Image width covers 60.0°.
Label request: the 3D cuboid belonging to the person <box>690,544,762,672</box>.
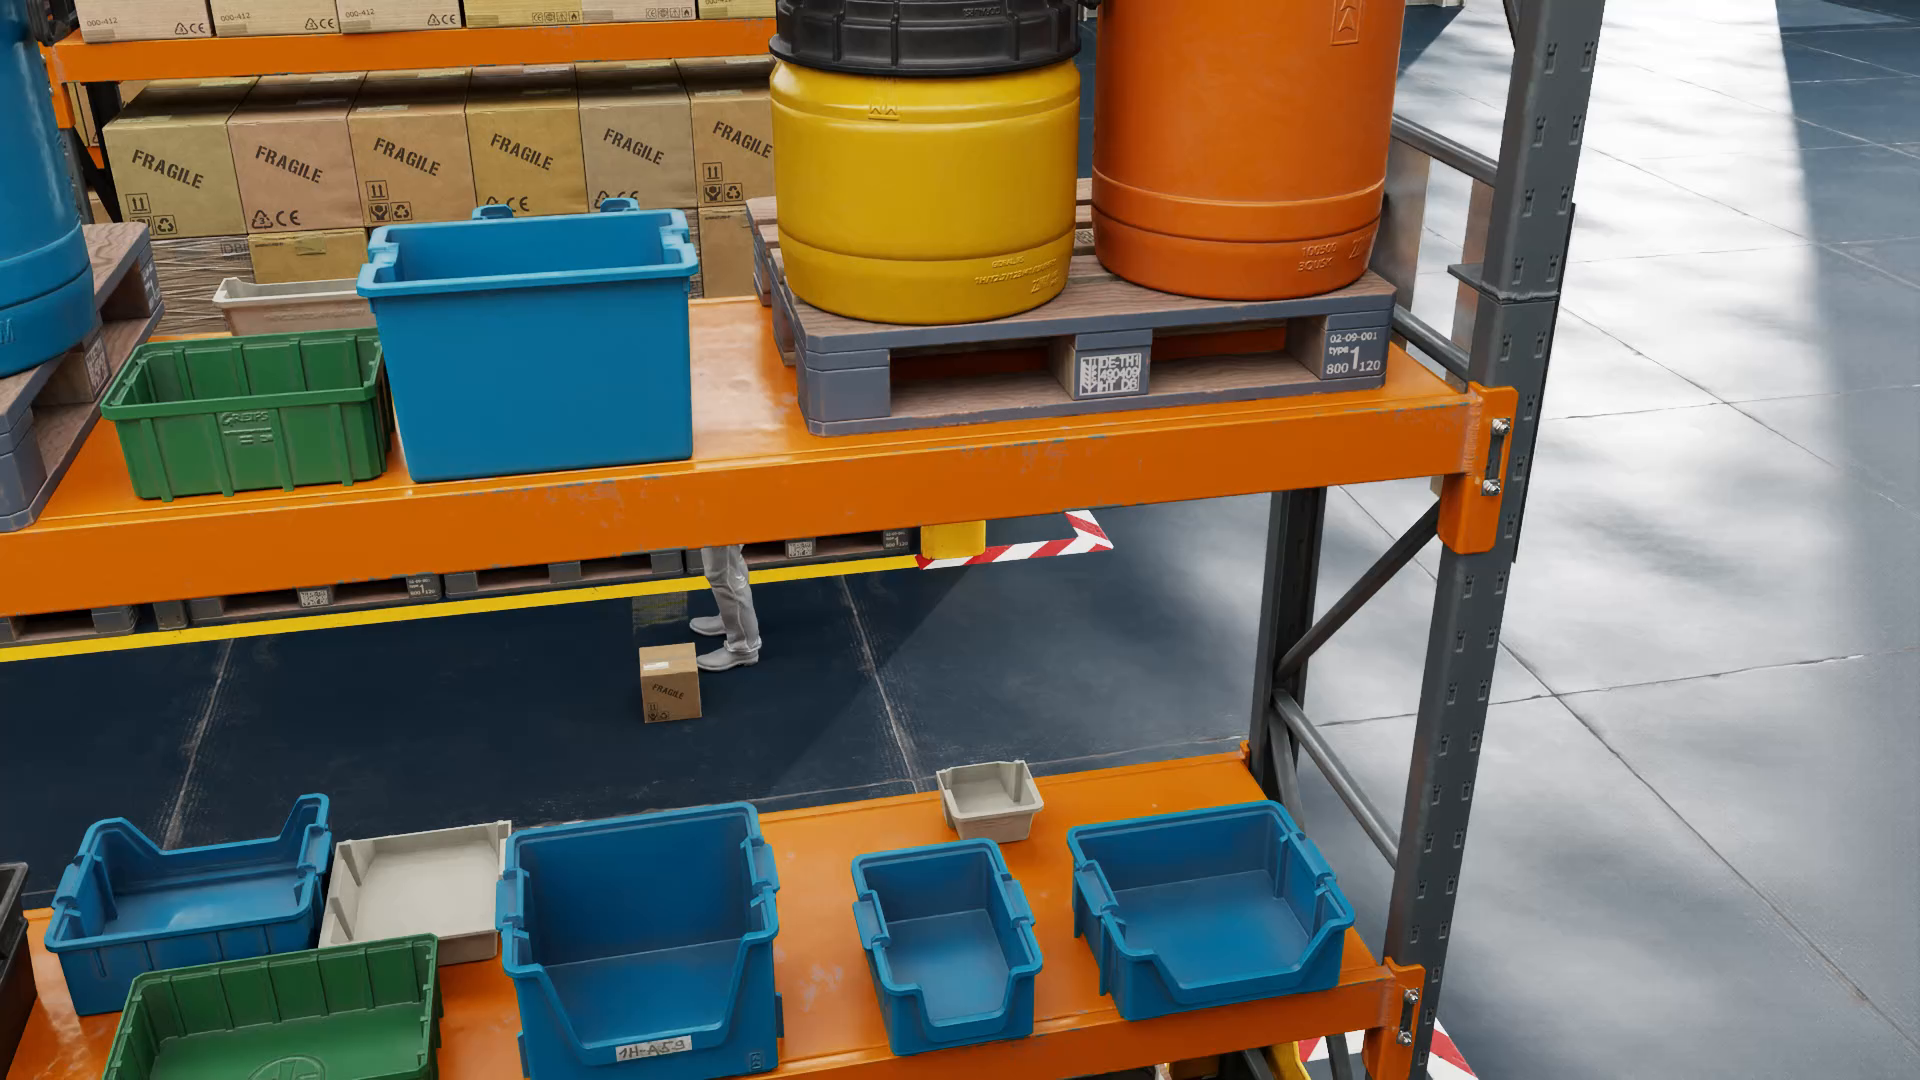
[{"bbox_3d":[-1.114,-0.247,7.593,0.462,1.757,0.636,-5,27,-10],"label":"person"}]
